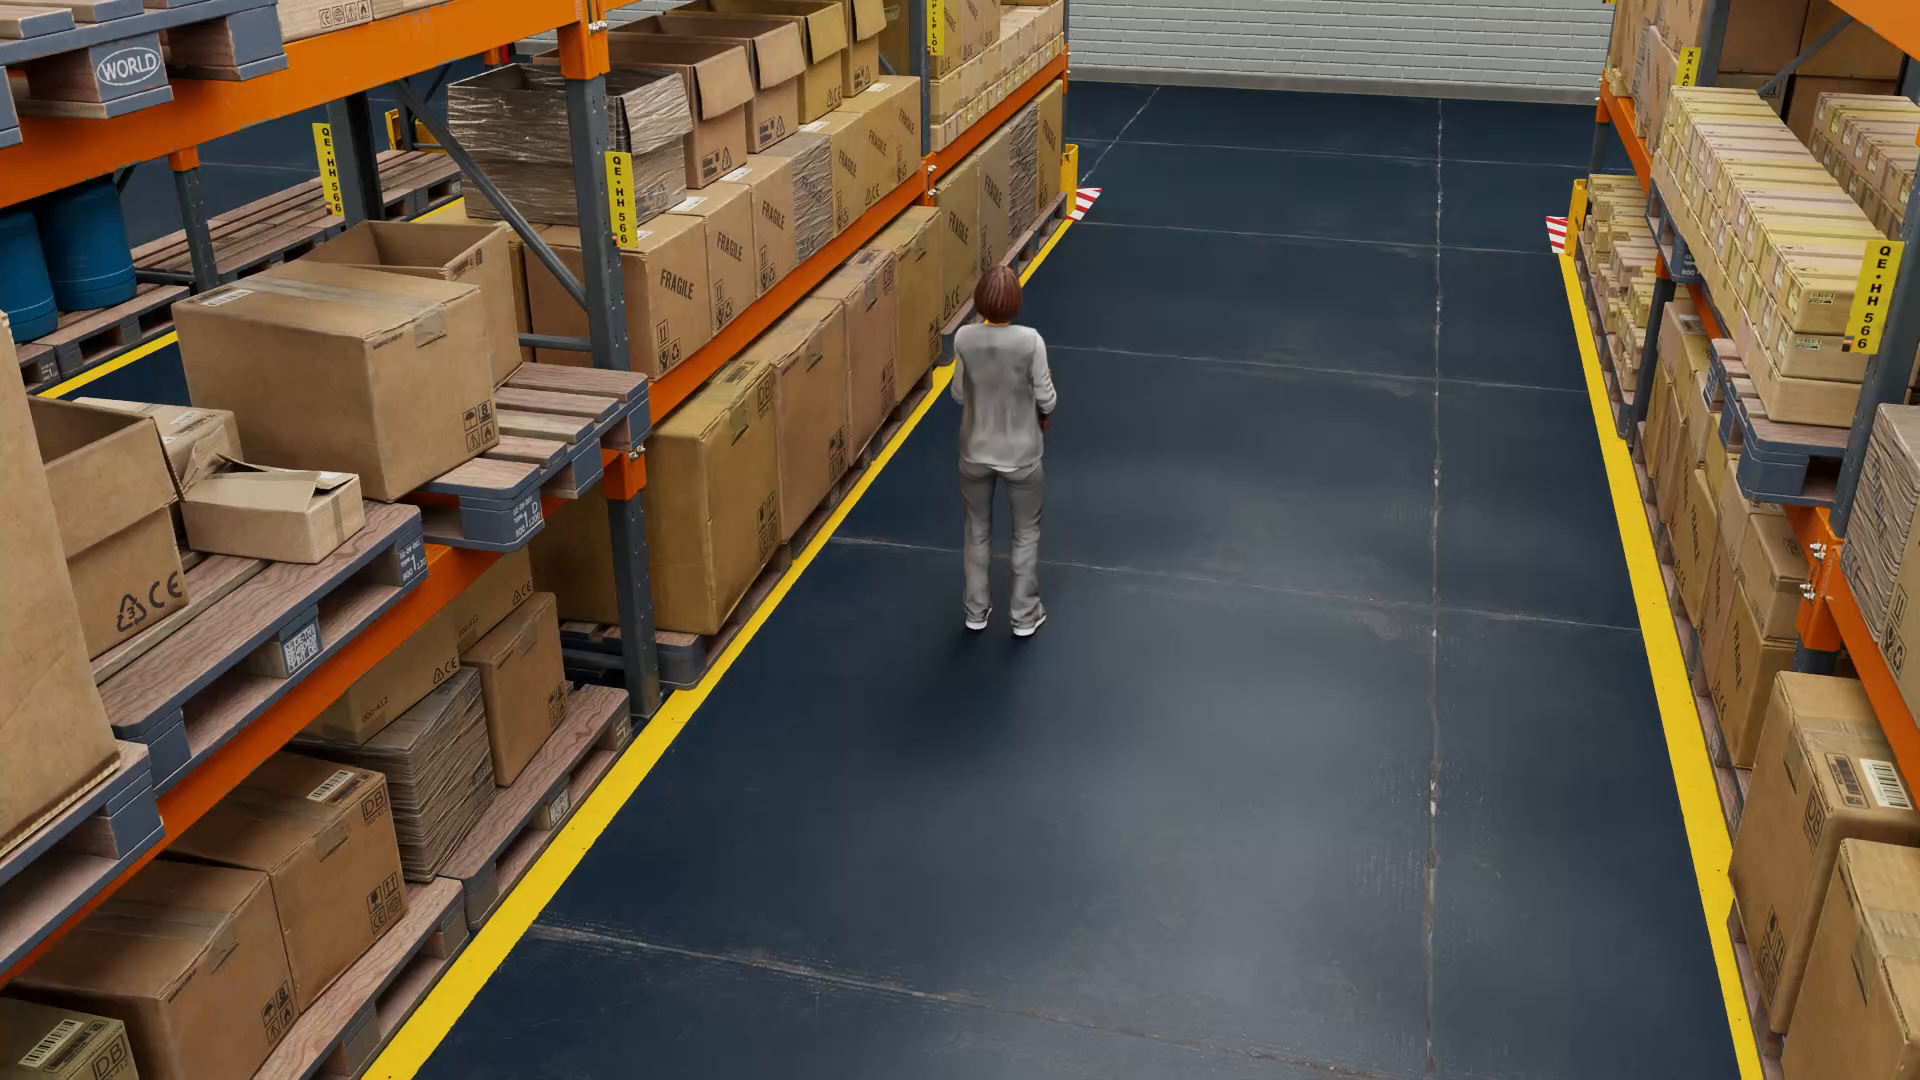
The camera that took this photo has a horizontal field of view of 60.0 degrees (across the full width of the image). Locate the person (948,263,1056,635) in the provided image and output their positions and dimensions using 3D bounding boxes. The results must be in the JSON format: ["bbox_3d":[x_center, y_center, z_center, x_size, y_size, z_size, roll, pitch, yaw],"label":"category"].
[{"bbox_3d":[0.176,-0.365,6.885,0.444,1.589,0.398,6,26,12],"label":"person"}]
